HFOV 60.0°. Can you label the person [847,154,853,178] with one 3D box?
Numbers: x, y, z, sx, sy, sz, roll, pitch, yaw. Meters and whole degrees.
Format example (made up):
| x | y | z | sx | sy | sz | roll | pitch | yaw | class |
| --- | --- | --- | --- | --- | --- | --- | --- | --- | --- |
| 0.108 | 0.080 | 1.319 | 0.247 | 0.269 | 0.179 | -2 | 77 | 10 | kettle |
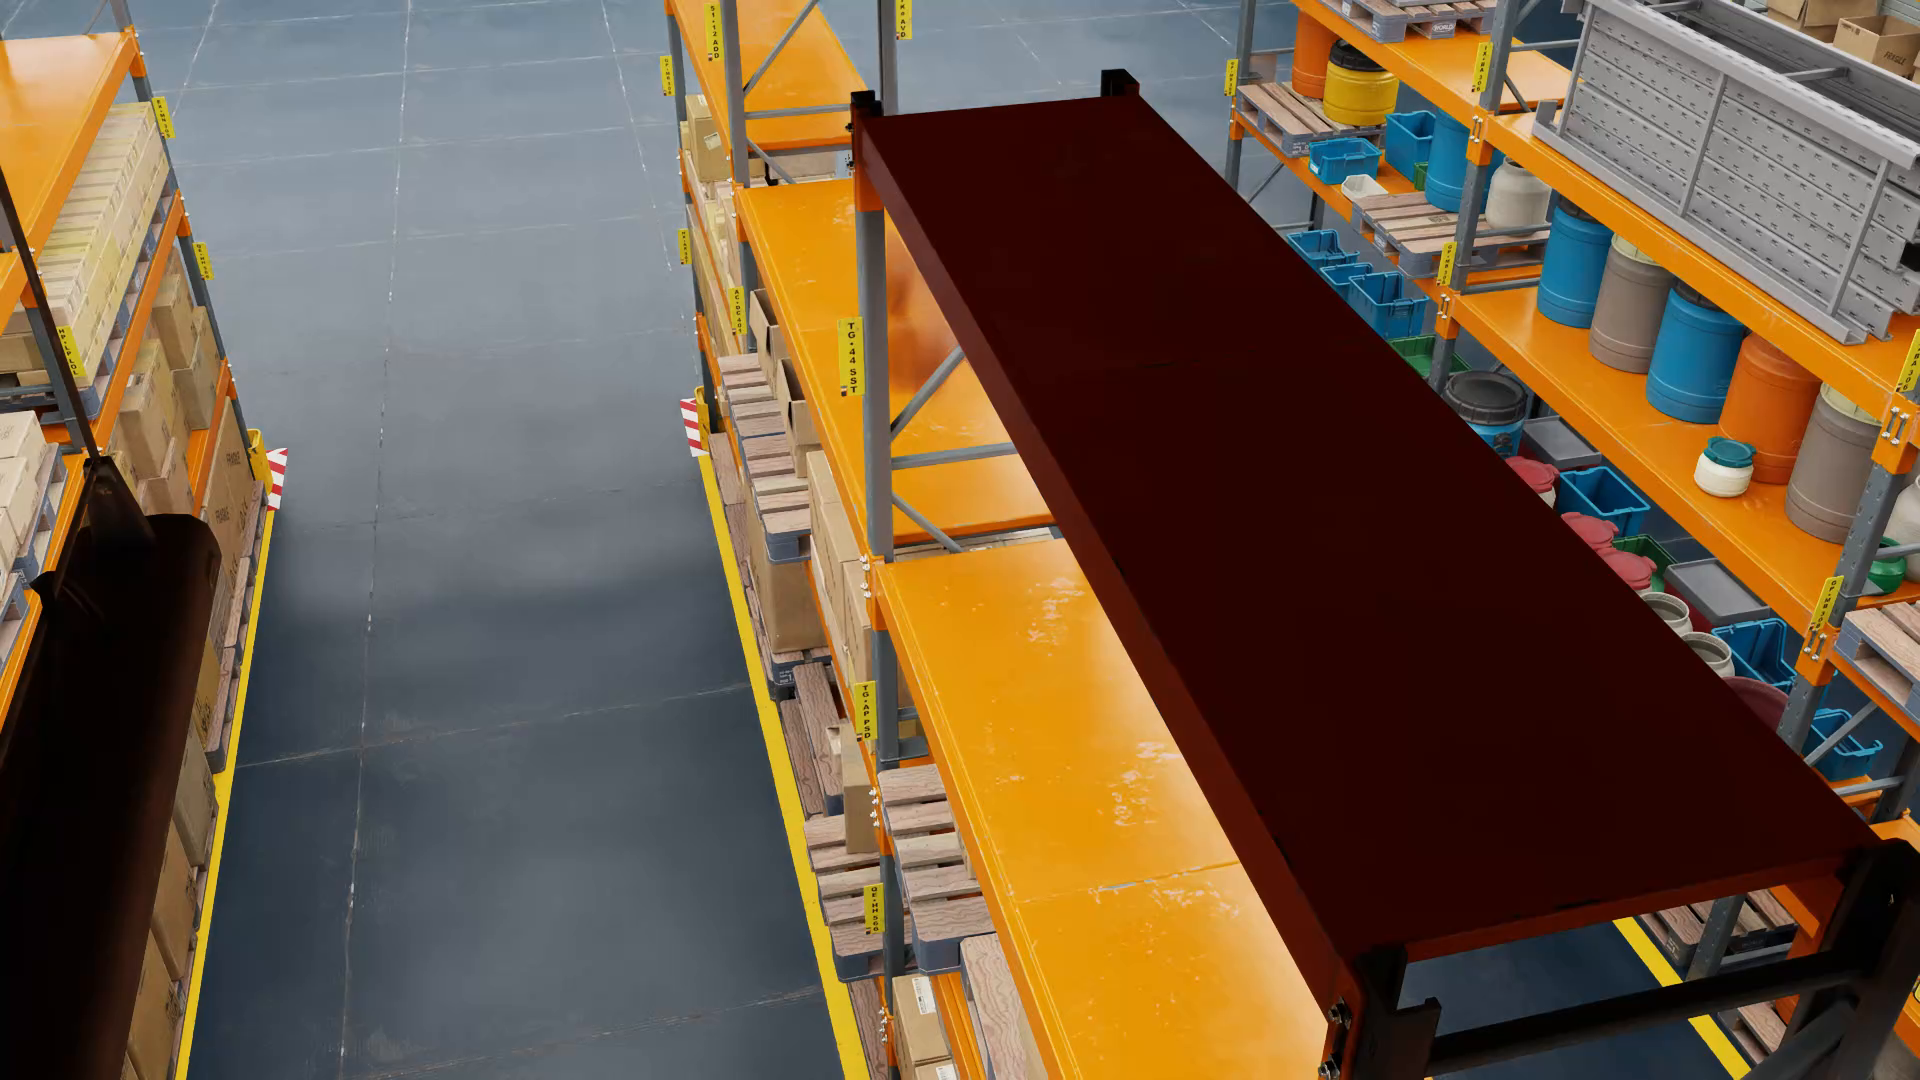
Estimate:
| x | y | z | sx | sy | sz | roll | pitch | yaw | class |
| --- | --- | --- | --- | --- | --- | --- | --- | --- | --- |
| -1.021 | -3.772 | 18.195 | 0.943 | 1.649 | 0.566 | 8 | 35 | 12 | person |
